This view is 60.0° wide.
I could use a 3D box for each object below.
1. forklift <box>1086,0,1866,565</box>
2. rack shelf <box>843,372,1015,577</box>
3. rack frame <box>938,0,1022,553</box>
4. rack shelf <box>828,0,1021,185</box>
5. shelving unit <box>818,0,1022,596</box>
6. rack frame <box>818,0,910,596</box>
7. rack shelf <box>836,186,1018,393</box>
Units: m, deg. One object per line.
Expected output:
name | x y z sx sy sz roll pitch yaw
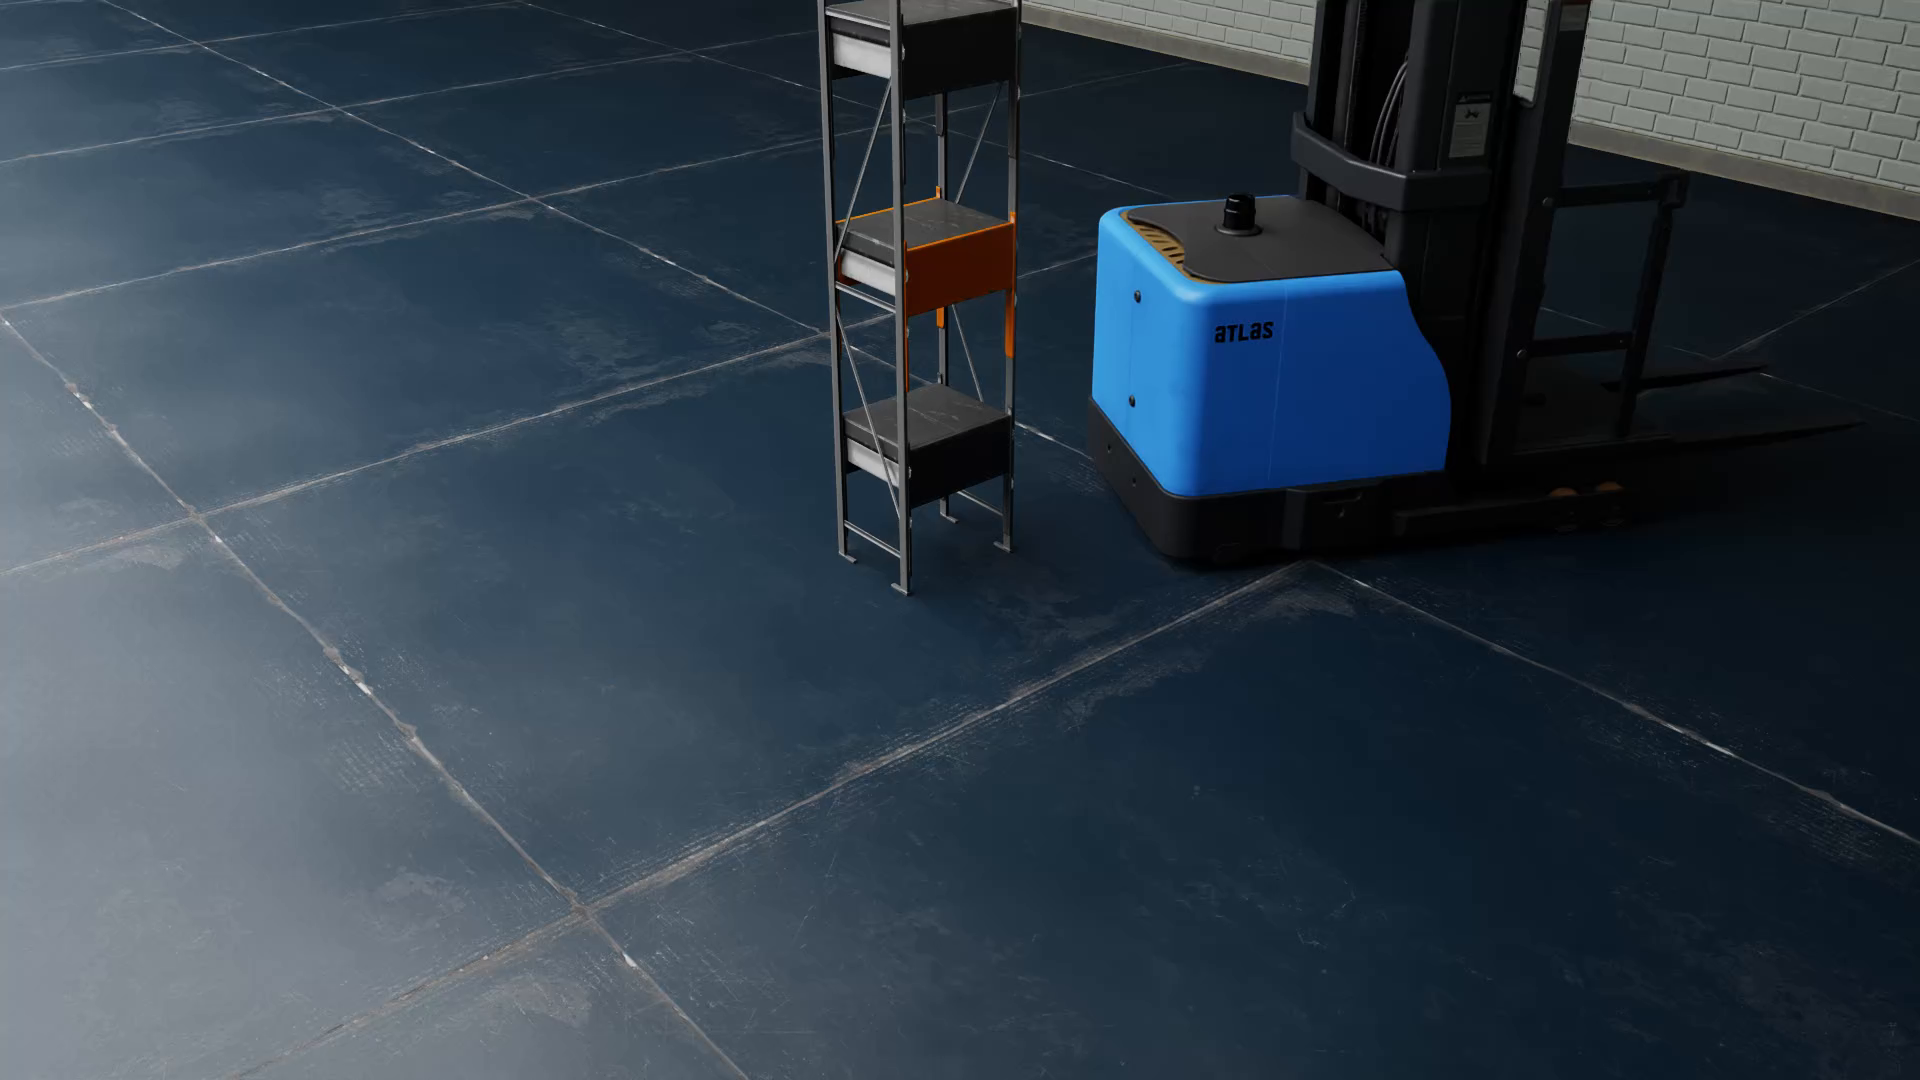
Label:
forklift | 2.089 -1.559 6.057 3.031 2.935 1.130 -6 29 -12
rack shelf | -0.126 -0.246 5.997 0.480 0.518 0.431 -22 35 -35
rack frame | 0.060 -0.950 5.800 0.015 2.100 0.400 -22 35 -35
rack shelf | -0.126 -1.481 5.337 0.480 0.518 0.431 -22 35 -35
shelving unit | -0.126 -0.875 5.660 0.503 2.100 0.431 -22 35 -35
rack frame | -0.312 -0.801 5.521 0.015 2.100 0.400 -22 35 -35
rack shelf | -0.126 -0.863 5.667 0.480 0.518 0.431 -22 35 -35
